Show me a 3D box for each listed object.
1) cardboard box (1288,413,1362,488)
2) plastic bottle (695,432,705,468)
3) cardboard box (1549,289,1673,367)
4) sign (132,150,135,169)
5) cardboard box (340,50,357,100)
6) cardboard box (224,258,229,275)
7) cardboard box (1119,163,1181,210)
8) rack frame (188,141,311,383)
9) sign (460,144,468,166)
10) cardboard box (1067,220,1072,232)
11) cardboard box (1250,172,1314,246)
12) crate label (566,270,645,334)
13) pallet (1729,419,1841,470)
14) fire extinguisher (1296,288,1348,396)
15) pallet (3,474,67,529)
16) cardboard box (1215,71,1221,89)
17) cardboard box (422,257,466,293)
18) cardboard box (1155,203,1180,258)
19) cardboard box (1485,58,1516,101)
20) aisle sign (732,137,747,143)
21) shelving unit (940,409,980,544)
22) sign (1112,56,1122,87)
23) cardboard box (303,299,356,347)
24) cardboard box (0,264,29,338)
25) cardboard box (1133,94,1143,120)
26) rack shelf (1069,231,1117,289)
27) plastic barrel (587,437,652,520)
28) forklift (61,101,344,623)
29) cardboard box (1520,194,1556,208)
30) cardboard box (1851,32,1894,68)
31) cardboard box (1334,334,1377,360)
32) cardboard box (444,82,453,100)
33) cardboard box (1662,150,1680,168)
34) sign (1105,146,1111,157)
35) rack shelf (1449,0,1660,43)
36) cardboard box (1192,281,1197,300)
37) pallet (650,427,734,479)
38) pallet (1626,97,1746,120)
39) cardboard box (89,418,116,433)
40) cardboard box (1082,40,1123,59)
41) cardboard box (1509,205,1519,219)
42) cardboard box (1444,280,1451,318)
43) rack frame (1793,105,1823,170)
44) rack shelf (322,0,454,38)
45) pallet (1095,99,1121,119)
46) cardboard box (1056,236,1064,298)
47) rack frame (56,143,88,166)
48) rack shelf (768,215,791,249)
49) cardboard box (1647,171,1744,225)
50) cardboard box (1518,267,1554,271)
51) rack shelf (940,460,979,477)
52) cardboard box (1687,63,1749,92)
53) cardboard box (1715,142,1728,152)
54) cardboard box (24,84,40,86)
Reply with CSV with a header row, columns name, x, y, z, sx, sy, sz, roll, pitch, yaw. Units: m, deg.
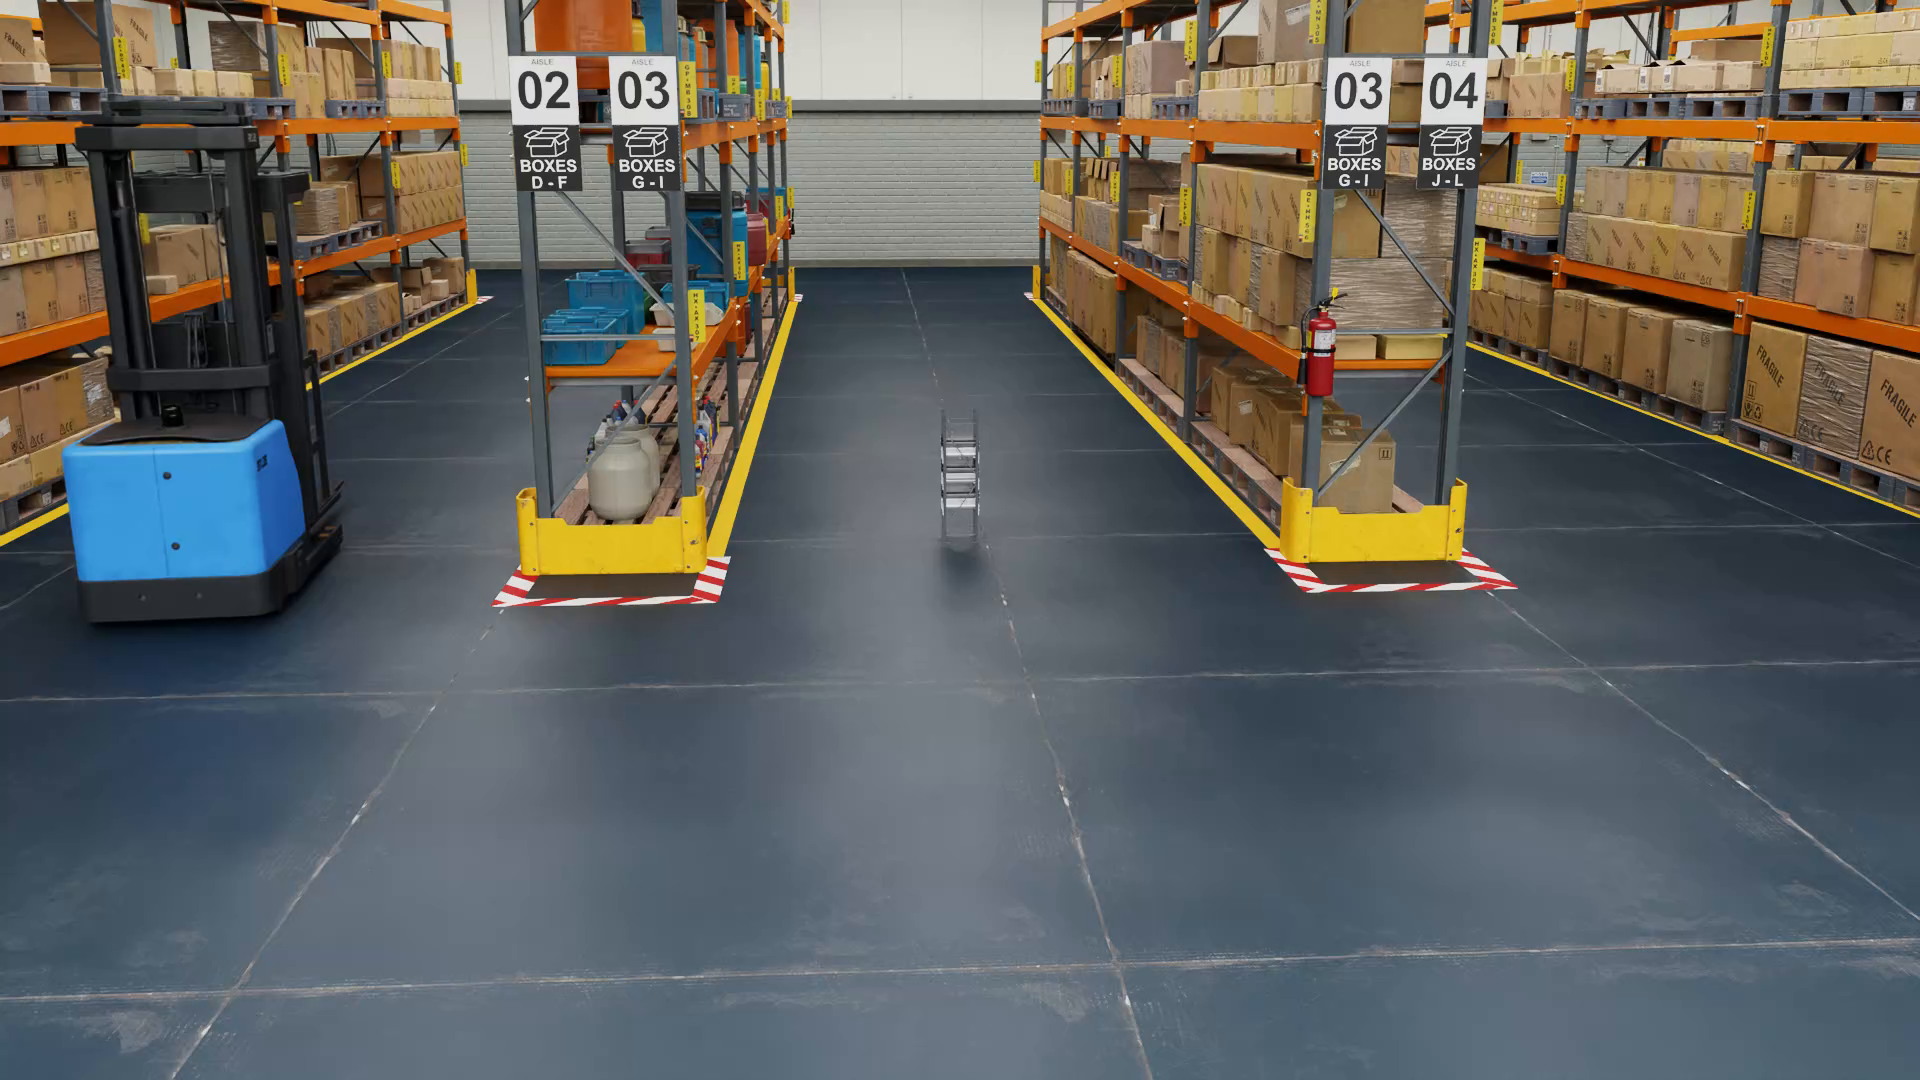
name,x,y,z,sx,sy,sz,roll,pitch,yaw
cardboard box,2.657,-0.631,12.132,0.500,0.500,0.500,3,15,11
plastic bottle,-2.016,-0.690,12.783,0.097,0.271,0.097,0,14,0
cardboard box,7.159,-2.336,18.259,1.050,0.750,0.750,-1,14,-4
sign,-12.530,-5.764,25.111,0.100,0.325,0.005,-1,14,-3
cardboard box,-7.923,-5.793,20.758,0.600,0.600,0.600,-2,15,-9
cardboard box,-7.498,-2.734,16.636,0.380,0.149,0.250,0,14,1
cardboard box,2.225,-4.040,18.995,0.797,0.503,0.637,0,14,-2
rack frame,-7.633,-3.172,17.834,1.000,3.000,0.127,-1,14,-3
sign,-7.574,-5.879,25.397,0.100,0.325,0.005,-1,14,-3
cardboard box,1.661,-4.268,22.598,0.380,0.149,0.250,-1,14,-3
cardboard box,2.404,-2.393,12.001,0.500,0.500,0.500,-1,14,-3
crate label,-2.578,-1.728,12.153,0.502,0.435,0.616,-1,14,-3
pallet,7.428,-0.840,14.366,1.003,0.211,1.213,-1,14,-3
fire extinguisher,2.297,-1.261,10.563,0.296,0.674,0.183,-1,14,-3
pallet,-7.299,-0.324,12.362,1.003,0.211,1.213,-1,14,-3
cardboard box,2.299,-3.751,13.568,0.380,0.149,0.250,-2,15,-6
cardboard box,-7.849,-4.032,25.313,0.500,0.500,0.500,-1,14,-3
cardboard box,2.302,-3.012,16.163,0.797,0.503,0.637,1,14,2
cardboard box,6.928,-5.690,20.551,0.797,0.503,0.637,-1,14,-4
aisle sign,-3.486,-6.509,25.588,0.394,0.787,0.004,-1,14,-3
shelving unit,0.000,-0.438,11.422,0.258,0.900,0.210,-1,14,-3
sign,1.700,-5.059,17.951,0.100,0.325,0.005,-1,14,-3
cardboard box,-7.440,-2.547,19.539,0.500,0.500,0.500,-1,14,-4
cardboard box,-7.252,-1.732,12.037,0.700,0.500,0.500,0,14,-2
cardboard box,2.061,-4.455,17.104,0.500,0.250,0.500,-1,14,-2
rack shelf,2.130,-3.473,20.448,1.077,0.370,4.000,-1,14,-3
plastic barrel,-2.311,-0.419,11.284,0.421,0.512,0.421,0,14,0
forklift,-4.707,-1.270,10.580,1.130,2.935,3.031,-2,15,-8
cardboard box,6.710,-3.922,19.219,0.380,0.149,0.250,-1,14,-4
cardboard box,7.274,-3.779,12.837,0.500,0.250,0.500,-1,14,-4
cardboard box,2.526,-1.280,10.986,0.380,0.149,0.250,-1,14,-3
cardboard box,-7.843,-6.660,24.668,0.500,0.250,0.500,-1,14,-3
cardboard box,11.395,-5.875,26.134,0.500,0.500,0.500,-1,14,-5
sign,2.301,-5.994,26.003,0.100,0.325,0.005,-1,14,-3
rack shelf,7.087,-6.236,19.950,1.077,0.370,4.000,-1,14,-3
cardboard box,2.215,-2.149,14.364,0.380,0.149,0.250,-1,14,-3
pallet,-2.441,-0.734,13.957,1.003,0.211,1.213,-1,14,-3
pallet,7.376,-4.299,16.575,1.003,0.211,1.213,0,14,-1
cardboard box,-7.117,-0.812,13.339,0.500,0.250,0.500,-1,14,-3
cardboard box,1.955,-6.669,22.656,0.500,0.250,0.500,-2,15,-7
cardboard box,6.689,-3.849,19.529,0.380,0.149,0.250,-1,14,-2
cardboard box,6.744,-3.175,22.020,0.500,0.500,0.500,0,14,-1
rack frame,11.897,-4.472,22.886,1.000,3.000,0.127,-1,14,-3
rack shelf,-8.005,-7.219,22.976,1.077,0.370,4.000,-1,14,-3
pallet,2.161,-4.844,18.694,1.213,0.211,1.003,0,14,-1
cardboard box,1.934,-4.104,24.877,0.875,0.875,0.875,-1,14,-3
rack frame,-13.073,-5.084,25.266,1.000,3.000,0.127,-1,14,-3
rack shelf,-3.061,-4.391,24.017,1.077,0.370,4.000,-1,14,-3
cardboard box,7.327,-3.416,16.575,0.700,0.500,0.500,-1,14,-4
cardboard box,7.327,-3.285,20.944,0.500,0.250,0.500,-2,15,-6
rack shelf,0.000,-0.493,11.408,0.258,0.077,0.200,-1,14,-3
cardboard box,7.163,-4.316,15.519,0.500,0.250,0.500,-1,14,-4
cardboard box,11.449,-5.834,24.673,0.380,0.149,0.250,-1,14,-5
cardboard box,-12.622,-6.024,22.157,0.500,0.250,0.500,-1,14,-5
